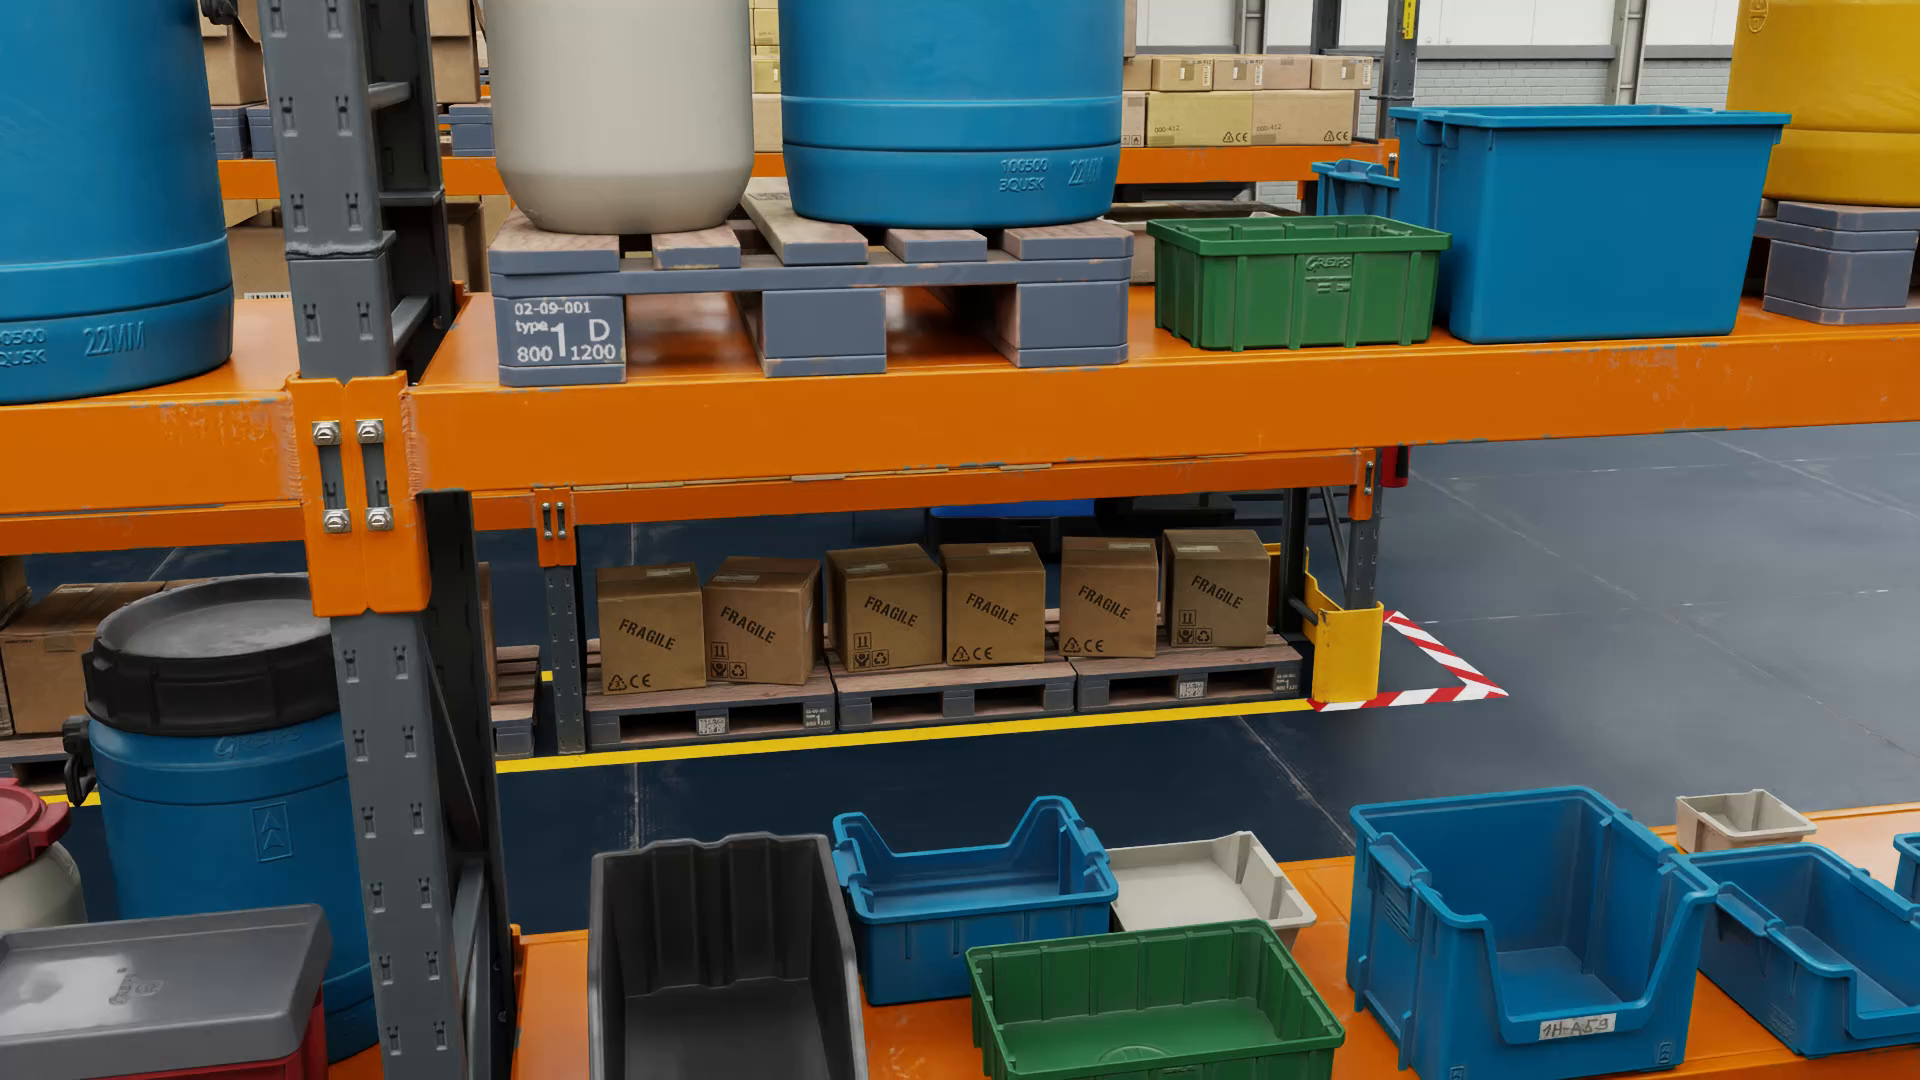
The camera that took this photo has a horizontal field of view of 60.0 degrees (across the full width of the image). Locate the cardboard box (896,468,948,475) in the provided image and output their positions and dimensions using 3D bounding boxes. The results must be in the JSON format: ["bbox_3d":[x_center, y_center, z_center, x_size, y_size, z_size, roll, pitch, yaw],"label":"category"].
[{"bbox_3d":[-0.213,-0.440,8.062,0.250,0.149,0.380,-3,17,-10],"label":"cardboard box"}]

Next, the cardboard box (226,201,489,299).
[{"bbox_3d":[-2.758,-1.031,7.822,1.000,1.000,1.000,-3,17,-10],"label":"cardboard box"}]

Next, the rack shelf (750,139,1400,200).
[{"bbox_3d":[0.012,-1.748,8.012,4.000,0.370,1.077,-3,17,-10],"label":"rack shelf"}]

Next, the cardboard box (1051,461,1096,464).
[{"bbox_3d":[0.511,-0.500,8.259,0.250,0.149,0.380,-3,17,-10],"label":"cardboard box"}]

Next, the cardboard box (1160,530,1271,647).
[{"bbox_3d":[1.360,0.254,8.917,0.500,0.500,0.500,0,17,0],"label":"cardboard box"}]

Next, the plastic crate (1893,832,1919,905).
[{"bbox_3d":[2.481,0.843,3.711,0.616,0.251,0.499,-3,17,-10],"label":"plastic crate"}]

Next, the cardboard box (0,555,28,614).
[{"bbox_3d":[-4.708,0.223,7.706,0.500,0.250,0.500,-1,17,-4],"label":"cardboard box"}]

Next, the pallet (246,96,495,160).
[{"bbox_3d":[-2.578,-1.887,7.559,1.003,0.211,1.213,-3,17,-10],"label":"pallet"}]

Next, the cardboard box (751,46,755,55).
[{"bbox_3d":[-1.626,-3.509,12.063,0.250,0.149,0.380,-4,17,-11],"label":"cardboard box"}]

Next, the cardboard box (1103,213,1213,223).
[{"bbox_3d":[0.993,-1.306,8.077,0.500,0.500,0.500,-3,17,-10],"label":"cardboard box"}]

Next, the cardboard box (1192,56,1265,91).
[{"bbox_3d":[1.237,-2.190,7.800,0.250,0.149,0.380,-4,18,-13],"label":"cardboard box"}]

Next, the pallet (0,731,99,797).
[{"bbox_3d":[-3.916,0.899,8.026,1.213,0.211,1.003,-3,17,-10],"label":"pallet"}]

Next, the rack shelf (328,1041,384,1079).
[{"bbox_3d":[-2.976,1.336,3.078,4.000,0.370,1.077,-3,17,-10],"label":"rack shelf"}]

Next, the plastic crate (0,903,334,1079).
[{"bbox_3d":[-1.429,0.965,2.951,0.583,0.464,0.402,-3,17,-10],"label":"plastic crate"}]

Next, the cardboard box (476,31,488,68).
[{"bbox_3d":[-3.456,-3.508,11.885,0.500,0.250,0.500,-3,17,-10],"label":"cardboard box"}]

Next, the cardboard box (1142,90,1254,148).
[{"bbox_3d":[1.061,-2.003,7.872,0.500,0.250,0.500,-3,17,-10],"label":"cardboard box"}]

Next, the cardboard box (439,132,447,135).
[{"bbox_3d":[-5.407,-4.090,17.023,0.250,0.149,0.380,-2,17,-7],"label":"cardboard box"}]

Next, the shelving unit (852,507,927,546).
[{"bbox_3d":[-0.476,-0.572,11.129,0.503,1.200,0.258,-1,17,-2],"label":"shelving unit"}]

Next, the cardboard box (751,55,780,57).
[{"bbox_3d":[-0.911,-2.251,8.001,0.250,0.149,0.380,-4,17,-12],"label":"cardboard box"}]

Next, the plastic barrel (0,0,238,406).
[{"bbox_3d":[-1.470,-0.702,2.525,0.708,0.901,0.600,-3,17,-10],"label":"plastic barrel"}]

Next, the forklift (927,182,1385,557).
[{"bbox_3d":[1.297,-1.417,10.934,3.031,2.935,1.130,-1,17,-2],"label":"forklift"}]

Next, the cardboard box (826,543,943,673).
[{"bbox_3d":[-0.396,0.345,8.622,0.500,0.500,0.500,-5,18,-15],"label":"cardboard box"}]

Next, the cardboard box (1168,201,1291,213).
[{"bbox_3d":[1.384,-1.486,8.660,0.500,0.500,0.500,-3,17,-10],"label":"cardboard box"}]

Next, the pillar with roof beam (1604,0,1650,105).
[{"bbox_3d":[10.895,-7.574,20.643,0.400,9.000,9.100,-3,17,-10],"label":"pillar with roof beam"}]

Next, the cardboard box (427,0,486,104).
[{"bbox_3d":[-2.432,-2.233,7.474,0.637,0.503,0.797,-4,18,-13],"label":"cardboard box"}]

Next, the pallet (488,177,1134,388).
[{"bbox_3d":[-0.322,-0.531,3.145,1.003,0.211,1.213,-3,17,-10],"label":"pallet"}]

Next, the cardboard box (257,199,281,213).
[{"bbox_3d":[-4.777,-2.394,12.124,0.500,0.500,0.700,-3,17,-11],"label":"cardboard box"}]

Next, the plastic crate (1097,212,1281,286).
[{"bbox_3d":[0.487,-0.633,3.604,0.396,0.136,0.243,-3,17,-10],"label":"plastic crate"}]

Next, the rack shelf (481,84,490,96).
[{"bbox_3d":[-5.795,-4.382,16.588,4.000,0.370,1.077,-3,17,-10],"label":"rack shelf"}]

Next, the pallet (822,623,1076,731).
[{"bbox_3d":[-0.098,0.669,8.773,1.213,0.211,1.003,-3,17,-10],"label":"pallet"}]

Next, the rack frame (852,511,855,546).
[{"bbox_3d":[-0.720,-0.569,11.119,0.015,1.200,0.240,-1,17,-2],"label":"rack frame"}]

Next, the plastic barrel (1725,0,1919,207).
[{"bbox_3d":[1.820,-0.967,3.205,0.600,0.588,0.600,0,17,0],"label":"plastic barrel"}]

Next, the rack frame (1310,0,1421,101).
[{"bbox_3d":[1.976,-3.638,7.829,0.127,3.000,1.000,-3,17,-10],"label":"rack frame"}]

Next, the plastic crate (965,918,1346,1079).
[{"bbox_3d":[0.374,0.988,3.348,0.662,0.188,0.450,-3,17,-10],"label":"plastic crate"}]

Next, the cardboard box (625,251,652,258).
[{"bbox_3d":[-1.461,-1.167,7.622,0.500,0.500,0.500,-3,17,-10],"label":"cardboard box"}]

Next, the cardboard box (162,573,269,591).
[{"bbox_3d":[-3.580,0.518,8.025,0.500,0.500,0.700,-5,18,-15],"label":"cardboard box"}]

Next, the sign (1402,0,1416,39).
[{"bbox_3d":[2.061,-2.466,7.614,0.005,0.325,0.100,-3,17,-10],"label":"sign"}]

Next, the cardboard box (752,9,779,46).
[{"bbox_3d":[-1.270,-3.739,12.130,0.500,0.250,0.500,-3,17,-11],"label":"cardboard box"}]

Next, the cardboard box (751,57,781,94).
[{"bbox_3d":[-0.822,-2.099,7.503,0.250,0.149,0.380,-3,17,-9],"label":"cardboard box"}]

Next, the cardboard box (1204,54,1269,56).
[{"bbox_3d":[1.389,-2.387,8.443,0.250,0.149,0.380,-3,17,-9],"label":"cardboard box"}]

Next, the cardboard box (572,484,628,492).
[{"bbox_3d":[-1.683,-0.352,7.778,0.250,0.149,0.380,-3,17,-10],"label":"cardboard box"}]

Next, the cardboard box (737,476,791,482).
[{"bbox_3d":[-0.952,-0.401,7.936,0.250,0.149,0.380,-3,17,-10],"label":"cardboard box"}]

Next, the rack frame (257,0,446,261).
[{"bbox_3d":[-1.012,-1.987,2.455,0.127,3.000,1.000,-3,17,-10],"label":"rack frame"}]
